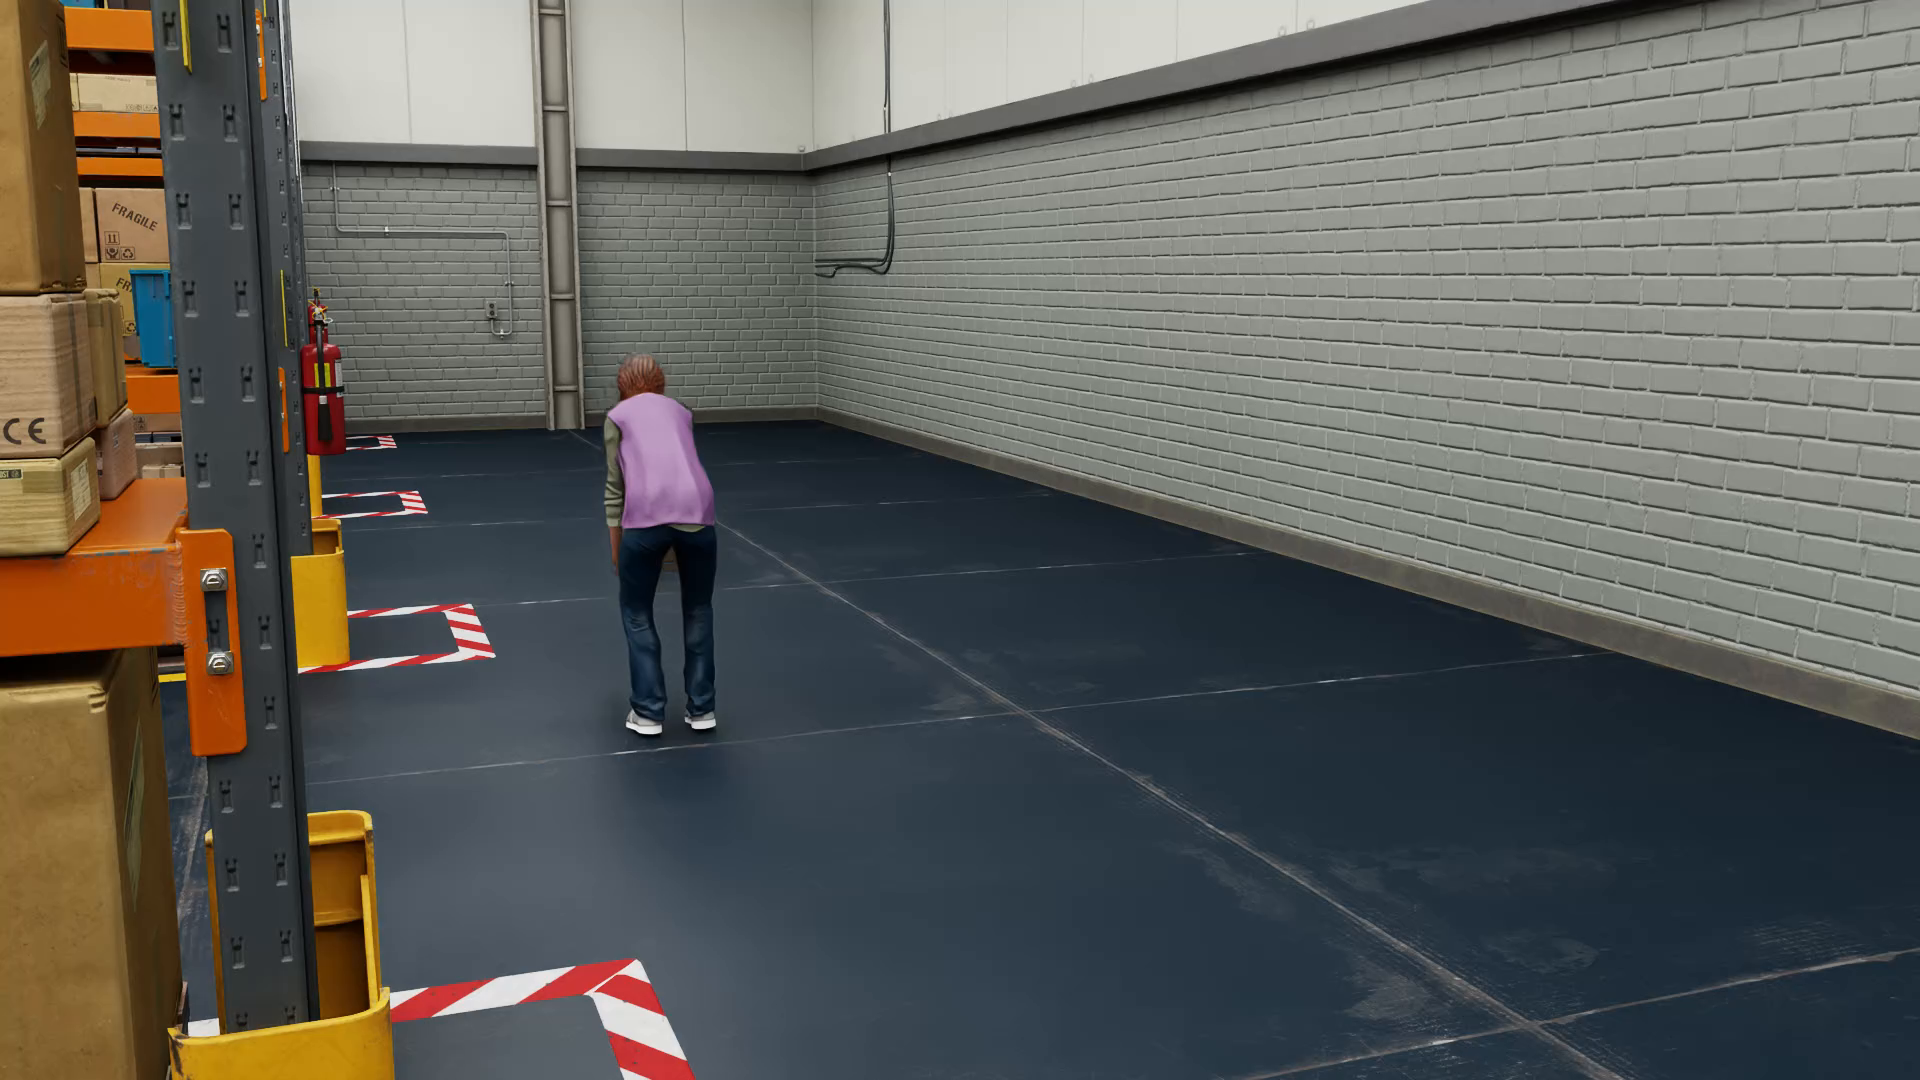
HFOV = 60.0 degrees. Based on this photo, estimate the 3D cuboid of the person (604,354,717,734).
[{"bbox_3d":[-1.164,0.013,6.432,0.377,1.409,0.690,-4,10,-22],"label":"person"}]
